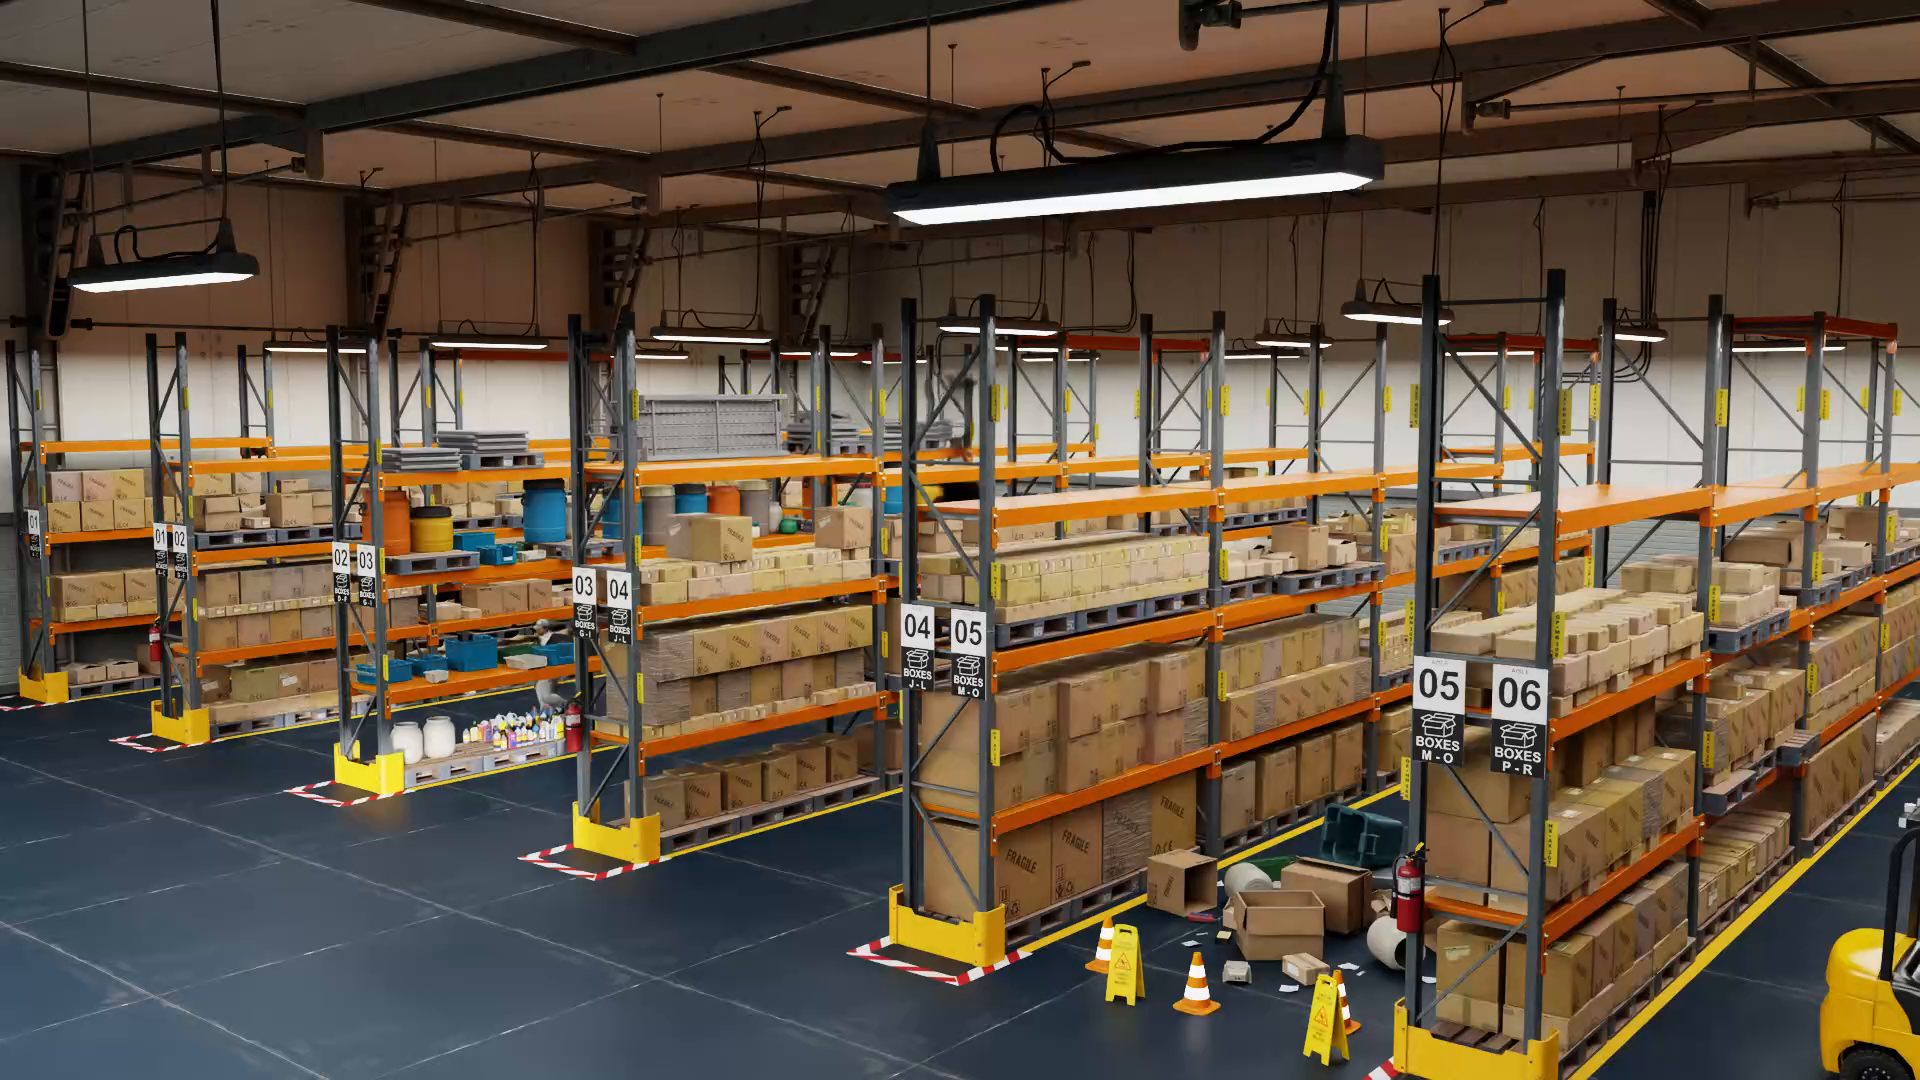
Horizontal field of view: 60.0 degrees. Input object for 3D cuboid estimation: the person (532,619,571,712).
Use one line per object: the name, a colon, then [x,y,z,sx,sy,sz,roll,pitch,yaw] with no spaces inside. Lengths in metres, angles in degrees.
person: [-6.331,2.026,25.813,0.610,1.633,0.541,-2,6,-21]

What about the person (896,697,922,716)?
person: [-0.841,1.886,26.196,0.657,1.776,0.968,3,6,27]
